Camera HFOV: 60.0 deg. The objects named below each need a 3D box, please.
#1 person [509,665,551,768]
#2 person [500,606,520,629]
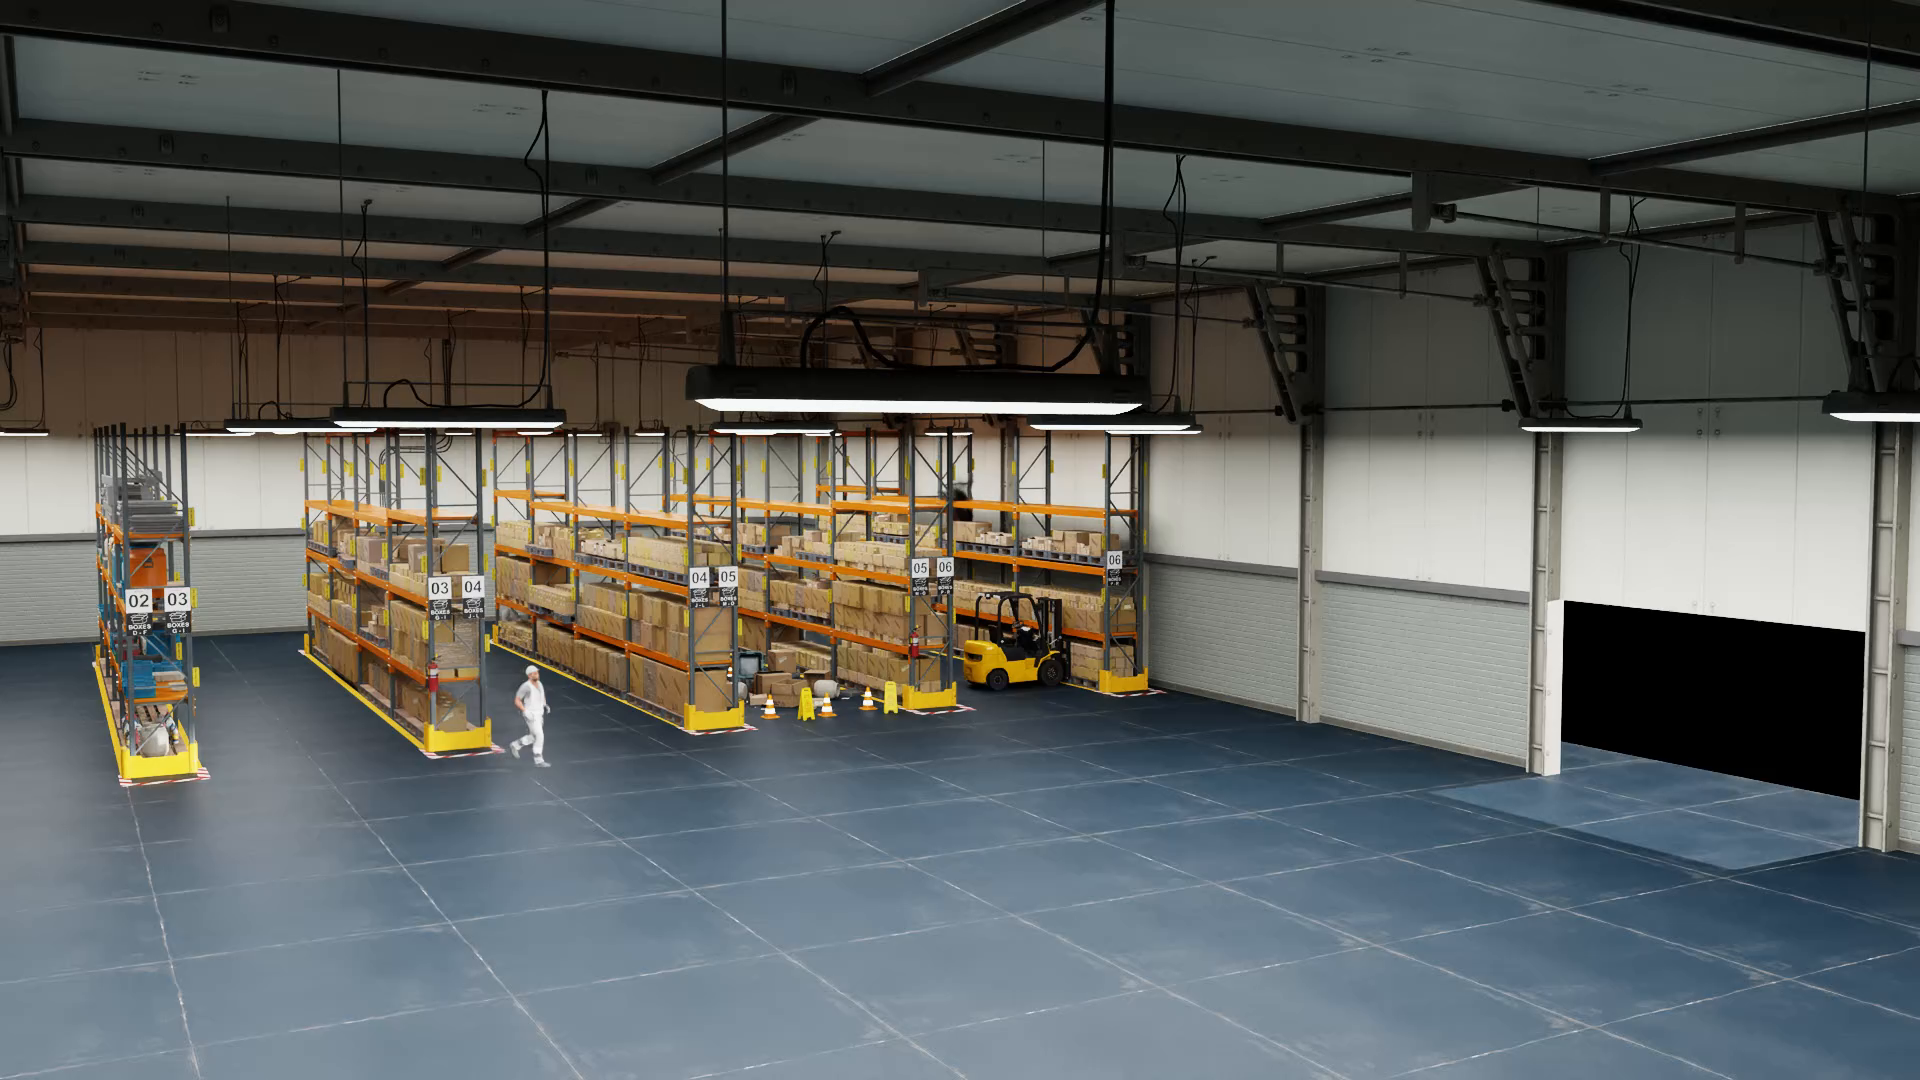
[{"bbox_3d":[-7.503,3.066,29.014,0.839,1.777,0.666,1,4,19],"label":"person"},{"bbox_3d":[-12.913,1.961,48.119,0.806,1.826,0.657,-3,4,-39],"label":"person"}]
